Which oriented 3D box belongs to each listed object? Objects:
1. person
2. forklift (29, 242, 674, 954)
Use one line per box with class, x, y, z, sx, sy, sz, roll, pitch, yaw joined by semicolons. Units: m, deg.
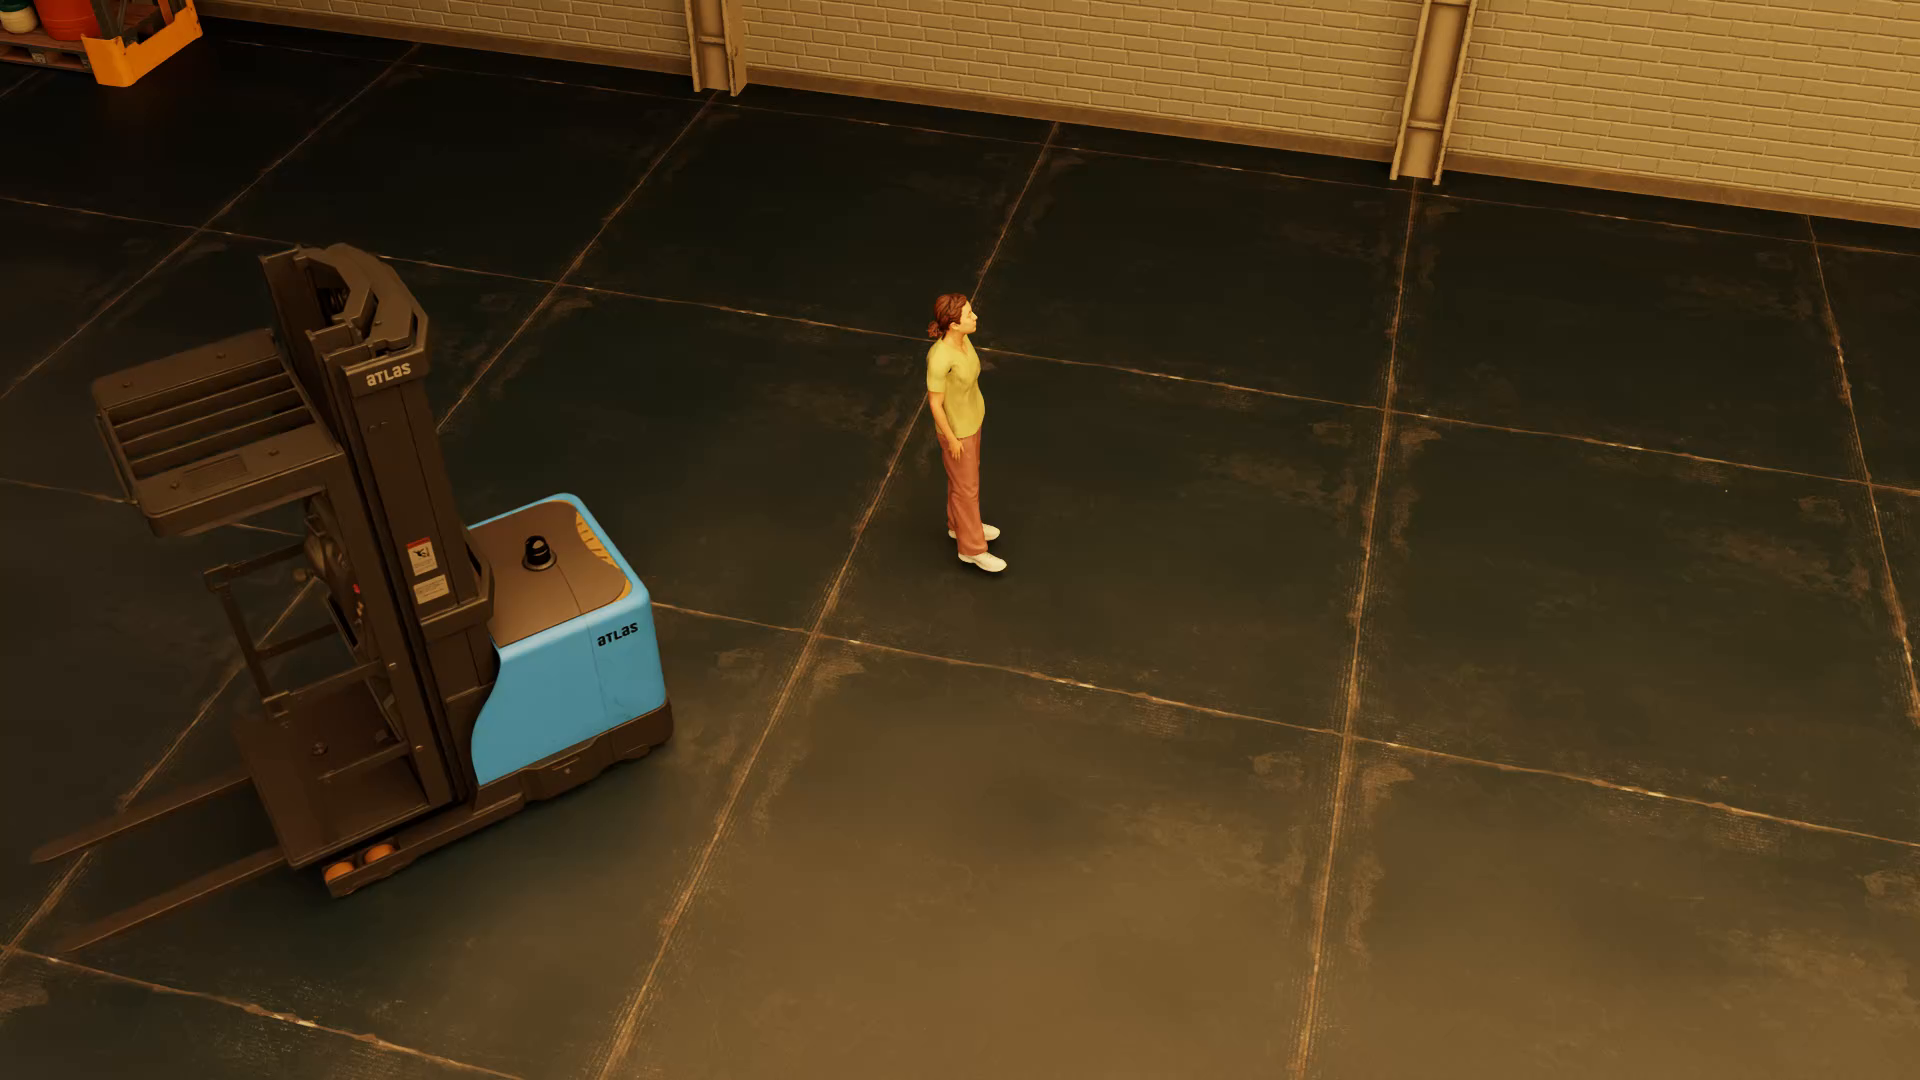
person;0.069;-0.646;9.479;0.547;1.673;0.554;10;42;11
forklift;-3.035;0.229;7.600;3.031;2.935;1.130;-23;46;-24
